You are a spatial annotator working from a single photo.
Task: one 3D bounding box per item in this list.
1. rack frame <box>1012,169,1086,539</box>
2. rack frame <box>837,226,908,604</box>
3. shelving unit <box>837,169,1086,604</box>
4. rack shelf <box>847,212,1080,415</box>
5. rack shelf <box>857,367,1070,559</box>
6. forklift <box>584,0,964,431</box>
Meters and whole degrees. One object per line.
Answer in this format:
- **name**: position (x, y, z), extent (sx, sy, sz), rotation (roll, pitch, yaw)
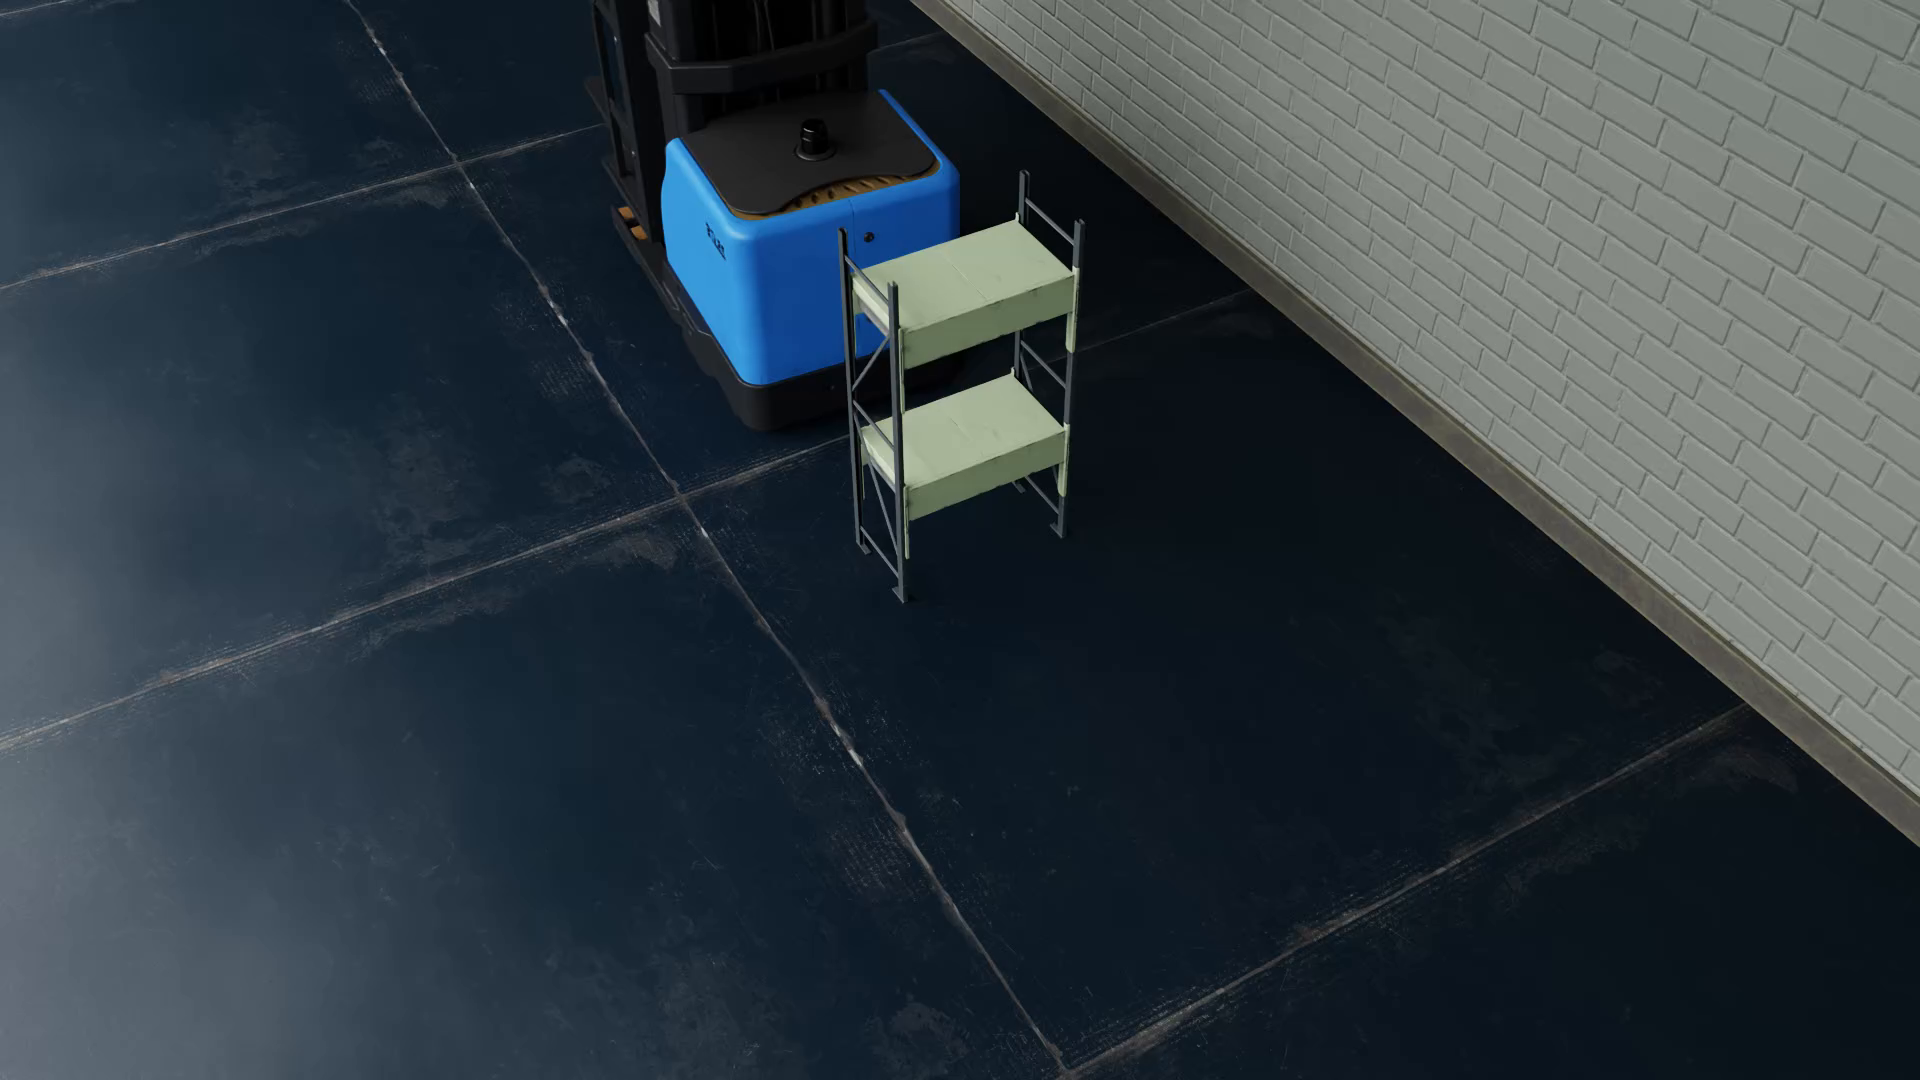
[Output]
- **rack frame**: position (0.323, -0.668, 6.361), extent (0.023, 1.500, 0.400), rotation (-22, 48, -21)
- **rack frame**: position (-0.312, -0.414, 6.099), extent (0.023, 1.500, 0.400), rotation (-22, 48, -21)
- **shelving unit**: position (0.006, -0.541, 6.230), extent (0.755, 1.500, 0.431), rotation (-22, 48, -21)
- **rack shelf**: position (0.006, -0.821, 5.958), extent (0.720, 0.370, 0.431), rotation (-22, 48, -21)
- **rack shelf**: position (0.006, -0.307, 6.457), extent (0.720, 0.370, 0.431), rotation (-22, 48, -21)
- **forklift**: position (-1.077, -2.550, 7.273), extent (1.130, 2.935, 3.031), rotation (-19, 47, -18)
